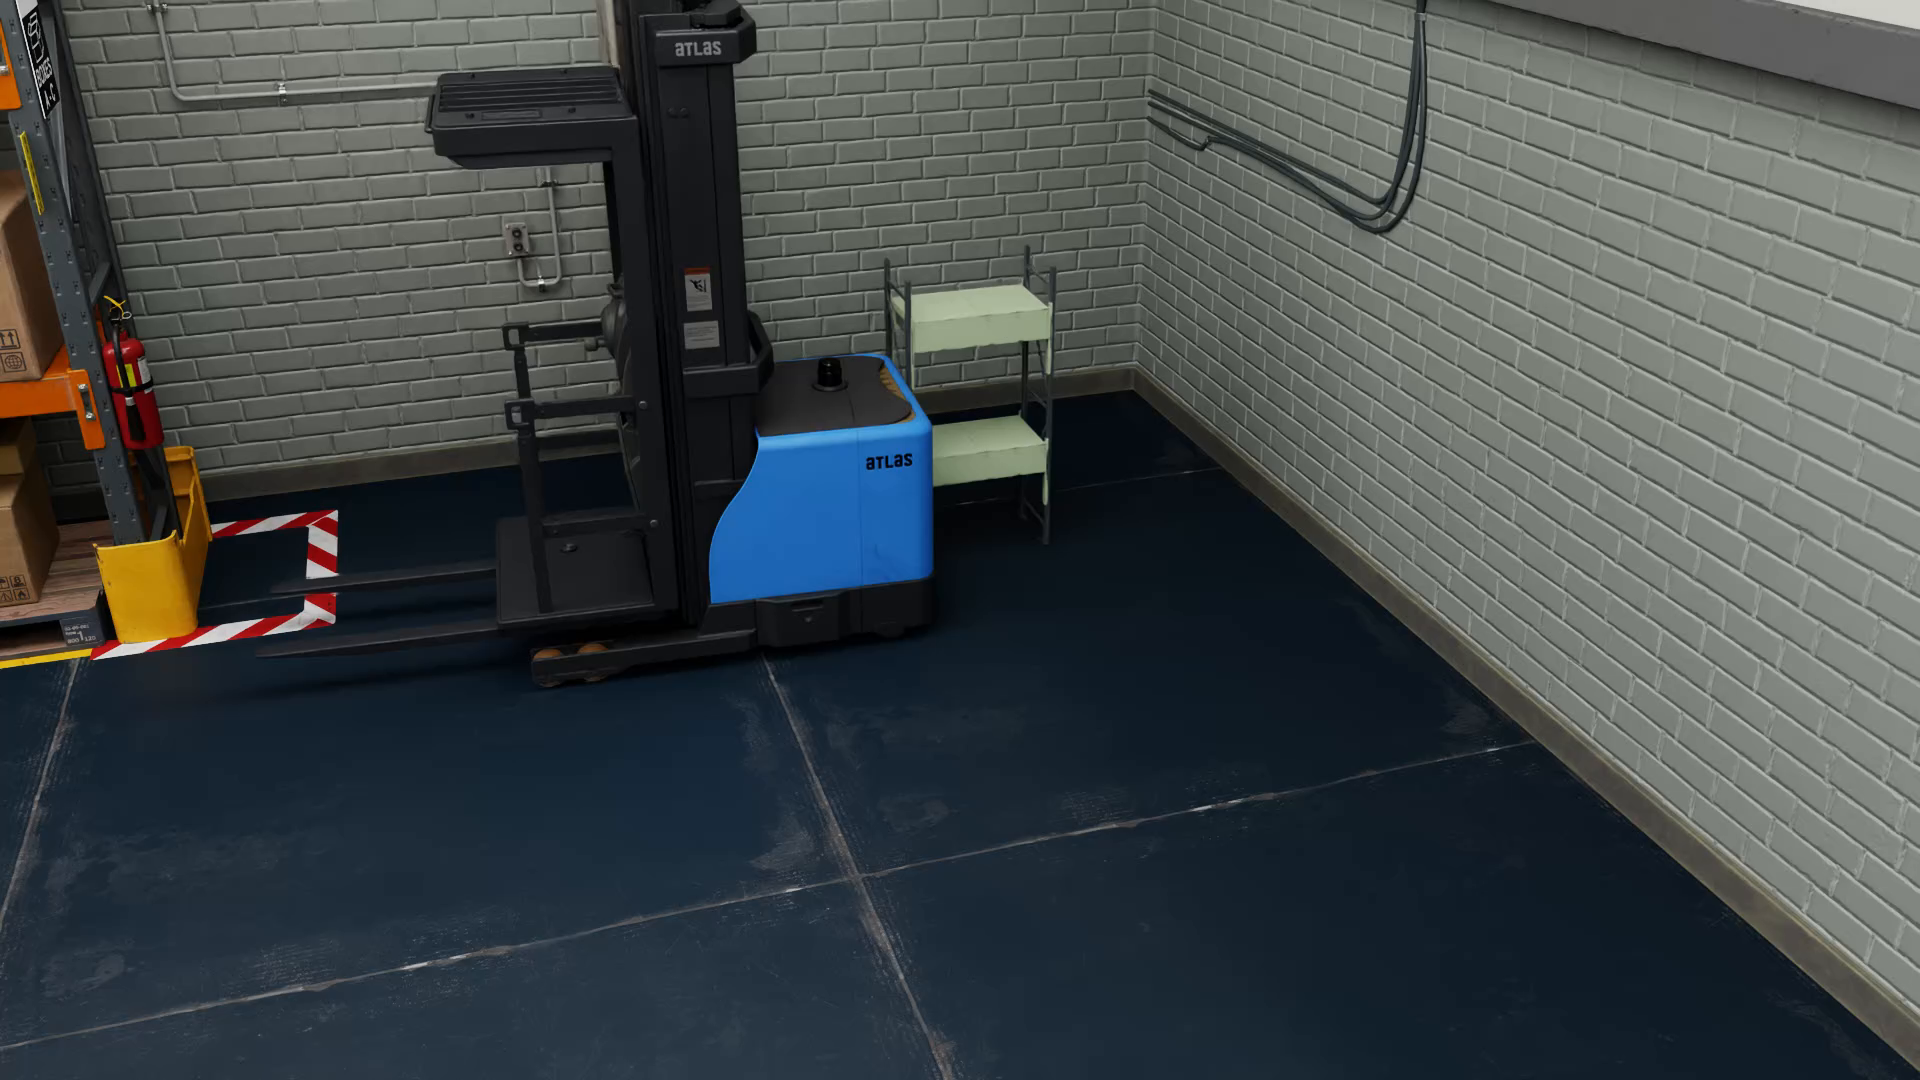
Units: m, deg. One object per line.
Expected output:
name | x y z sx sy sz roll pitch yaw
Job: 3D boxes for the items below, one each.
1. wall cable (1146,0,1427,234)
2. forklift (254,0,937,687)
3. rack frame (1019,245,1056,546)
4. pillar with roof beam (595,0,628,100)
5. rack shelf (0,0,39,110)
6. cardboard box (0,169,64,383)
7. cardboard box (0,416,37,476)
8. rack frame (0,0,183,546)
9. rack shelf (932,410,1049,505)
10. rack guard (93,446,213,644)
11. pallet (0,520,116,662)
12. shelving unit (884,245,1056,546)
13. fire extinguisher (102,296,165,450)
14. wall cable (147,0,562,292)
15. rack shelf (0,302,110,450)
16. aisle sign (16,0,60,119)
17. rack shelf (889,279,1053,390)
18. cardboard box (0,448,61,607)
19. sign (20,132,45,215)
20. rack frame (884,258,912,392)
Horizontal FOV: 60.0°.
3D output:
wall cable | 1.514 -3.041 8.247 0.112 2.526 3.097 -8 28 -16
forklift | -1.684 -0.917 7.301 3.031 2.935 1.130 -6 27 -13
rack frame | 0.393 -0.727 8.528 0.023 1.500 0.400 -8 28 -16
pillar with roof beam | -0.343 -2.721 4.111 0.400 9.000 9.100 -8 28 -16
rack shelf | -5.877 -1.863 6.564 4.000 0.370 1.077 -8 28 -16
cardboard box | -4.457 -1.177 7.409 0.700 0.700 0.980 -7 27 -14
cardboard box | -4.553 -0.439 7.870 0.250 0.149 0.380 -8 28 -16
rack frame | -3.975 -1.117 7.626 0.127 3.000 1.000 -8 28 -16
rack shelf | 0.045 -0.385 8.572 0.720 0.370 0.431 -8 28 -16
rack guard | -3.952 0.000 8.189 0.348 0.500 1.175 -8 28 -16
pallet | -4.711 0.276 7.958 1.213 0.211 1.003 -8 28 -16
shelving unit | 0.045 -0.677 8.427 0.755 1.500 0.431 -8 28 -16
fire extinguisher | -3.689 -0.741 7.375 0.183 0.674 0.296 -8 28 -16
wall cable | -3.051 -2.148 8.561 1.851 1.984 0.084 -8 28 -16
rack shelf | -5.877 -0.519 7.231 4.000 0.370 1.077 -8 28 -16
aisle sign | -3.814 -2.164 6.813 0.004 0.787 0.394 -8 28 -16
rack shelf | 0.045 -1.027 8.253 0.720 0.370 0.431 -8 28 -16
cardboard box | -4.610 -0.047 7.809 0.500 0.500 0.700 -8 28 -16
sign | -3.820 -1.510 6.850 0.005 0.325 0.100 -8 28 -16
rack frame | -0.303 -0.627 8.325 0.023 1.500 0.400 -8 28 -16
